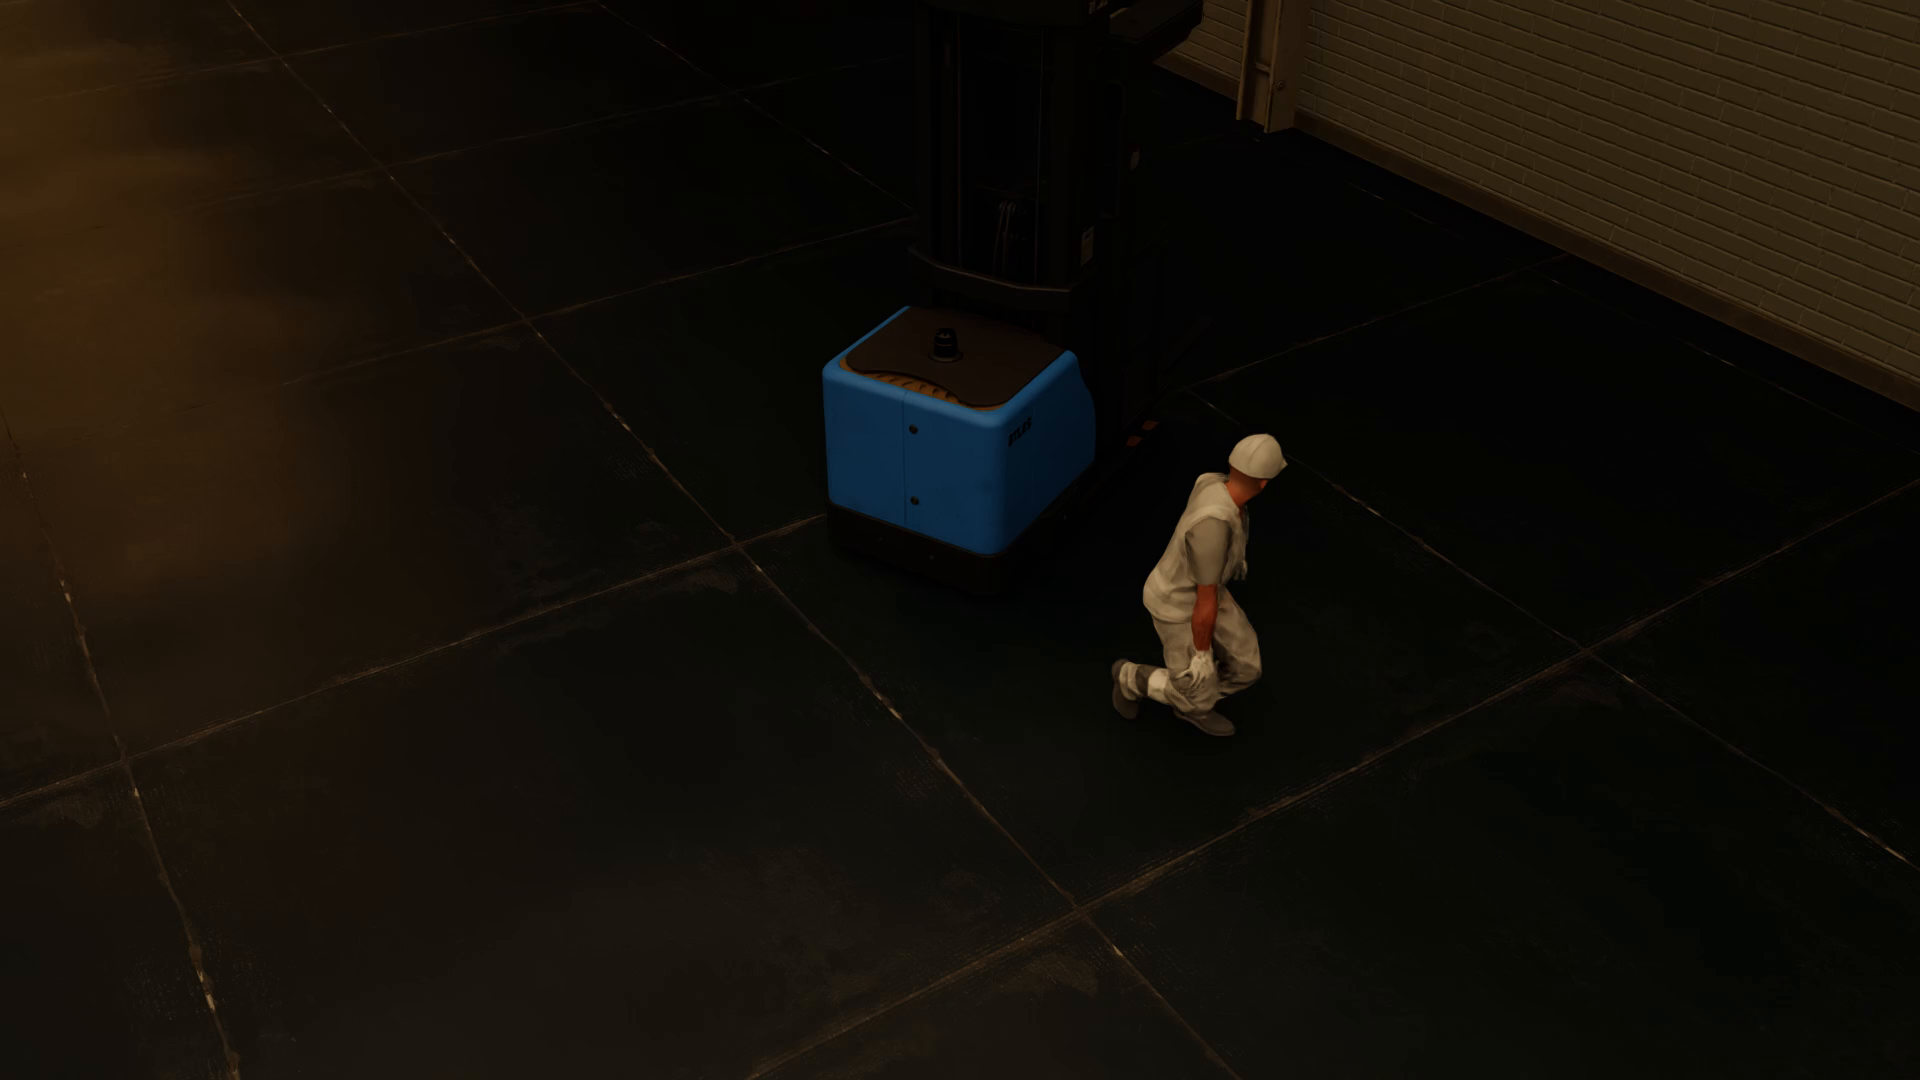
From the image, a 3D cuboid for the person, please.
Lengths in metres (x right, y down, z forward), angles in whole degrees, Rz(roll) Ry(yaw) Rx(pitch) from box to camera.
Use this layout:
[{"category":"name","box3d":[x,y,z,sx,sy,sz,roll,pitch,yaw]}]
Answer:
[{"category":"person","box3d":[0.984,0.218,7.044,0.657,1.567,0.852,19,39,25]}]

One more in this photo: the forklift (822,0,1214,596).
[{"category":"forklift","box3d":[0.504,-1.742,8.626,1.130,2.935,3.031,19,39,25]}]
